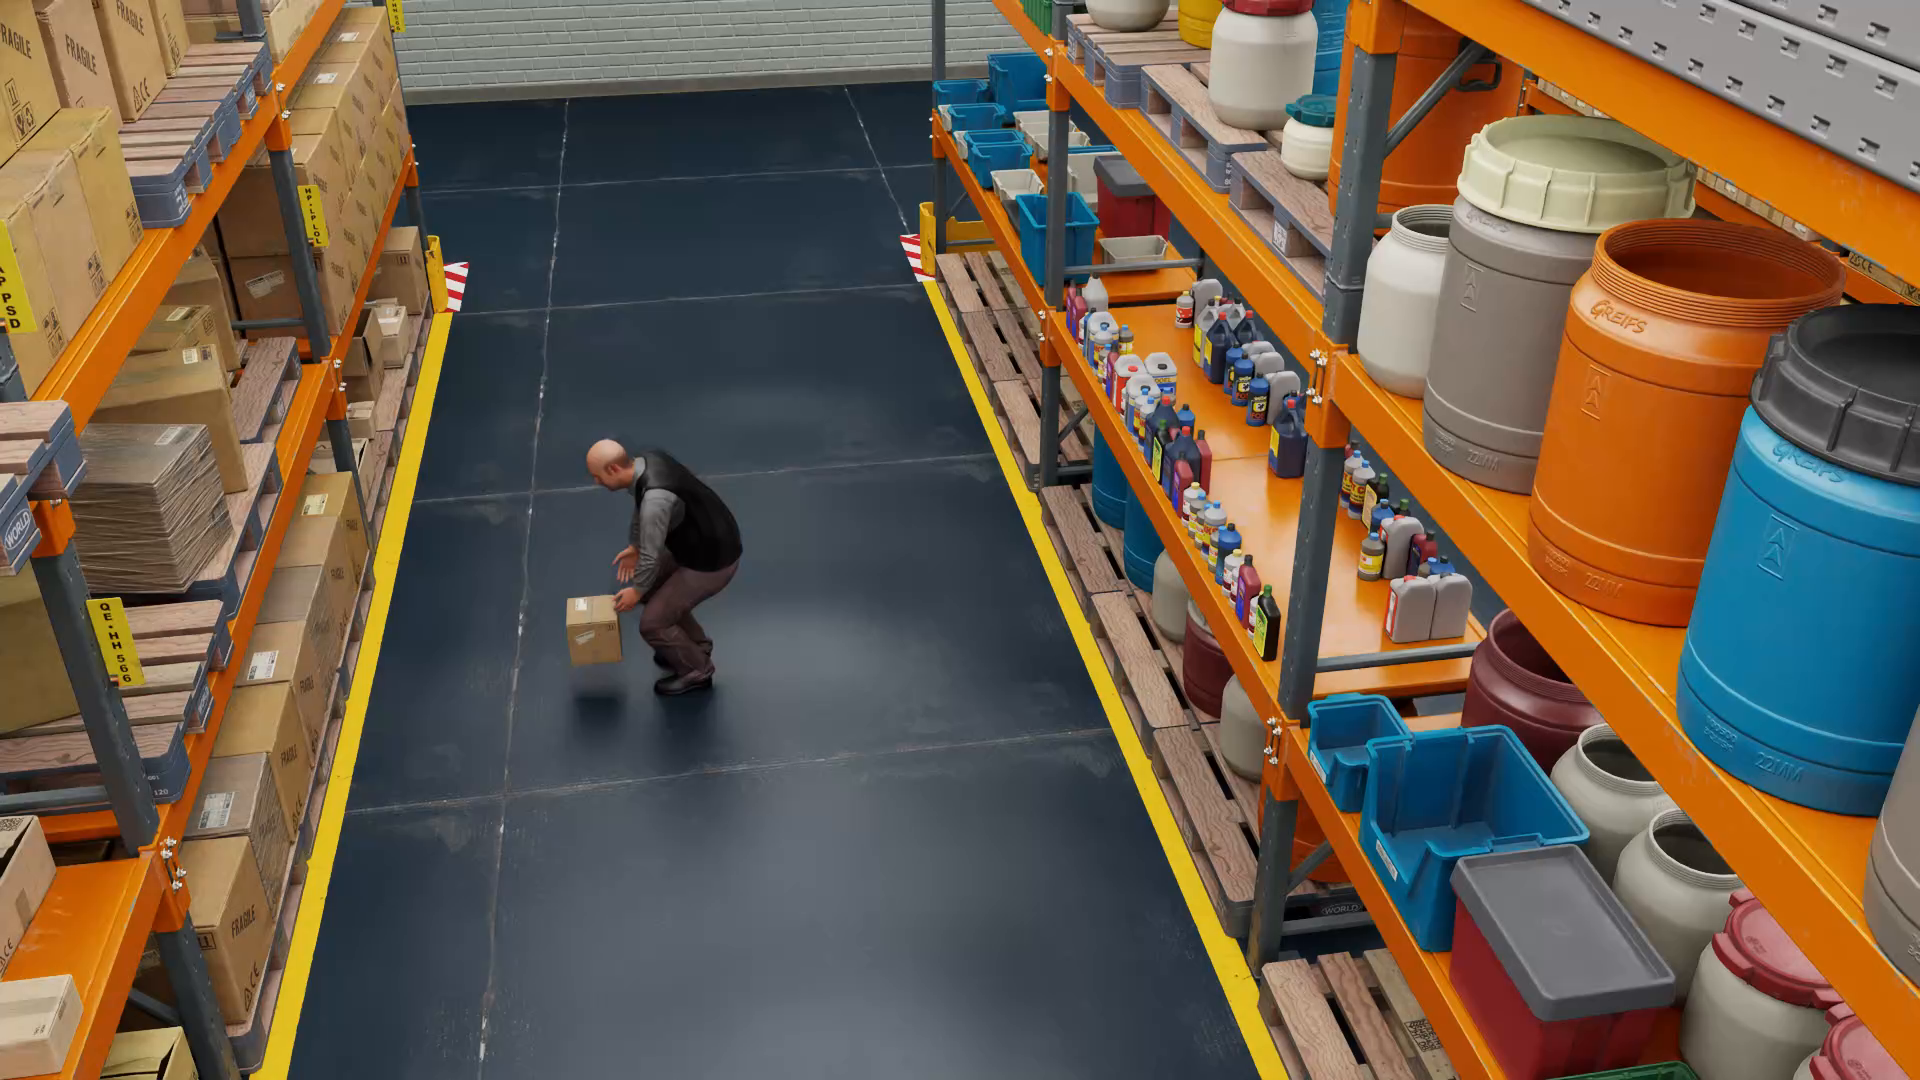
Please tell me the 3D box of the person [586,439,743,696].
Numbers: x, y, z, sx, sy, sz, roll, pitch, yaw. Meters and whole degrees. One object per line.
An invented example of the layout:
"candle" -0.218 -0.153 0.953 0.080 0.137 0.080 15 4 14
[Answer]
"person" -1.436 0.112 8.291 0.708 1.405 0.592 -5 31 -9
